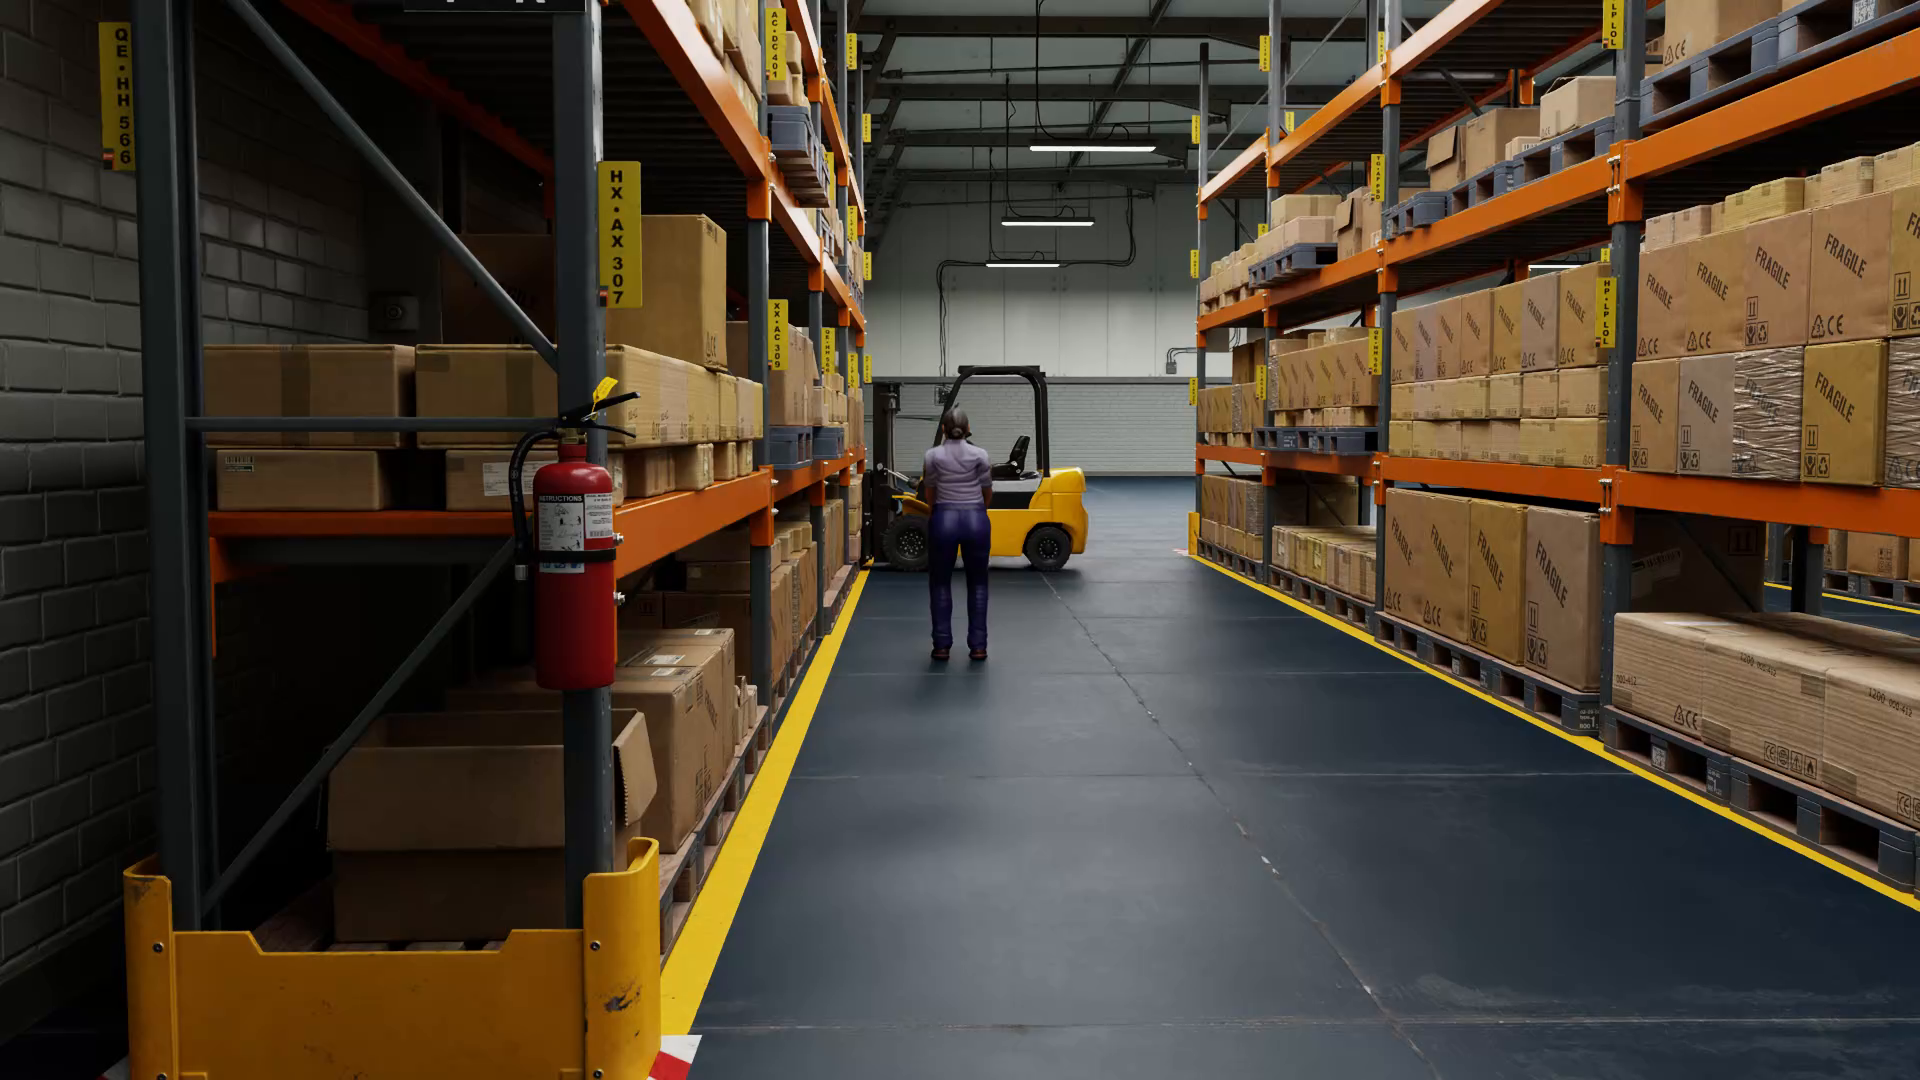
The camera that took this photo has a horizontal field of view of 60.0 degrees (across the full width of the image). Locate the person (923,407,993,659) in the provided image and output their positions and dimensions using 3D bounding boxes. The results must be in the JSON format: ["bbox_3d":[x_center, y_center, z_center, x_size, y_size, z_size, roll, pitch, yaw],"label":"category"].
[{"bbox_3d":[-0.014,-0.040,10.838,0.452,1.630,0.524,0,4,0],"label":"person"}]
